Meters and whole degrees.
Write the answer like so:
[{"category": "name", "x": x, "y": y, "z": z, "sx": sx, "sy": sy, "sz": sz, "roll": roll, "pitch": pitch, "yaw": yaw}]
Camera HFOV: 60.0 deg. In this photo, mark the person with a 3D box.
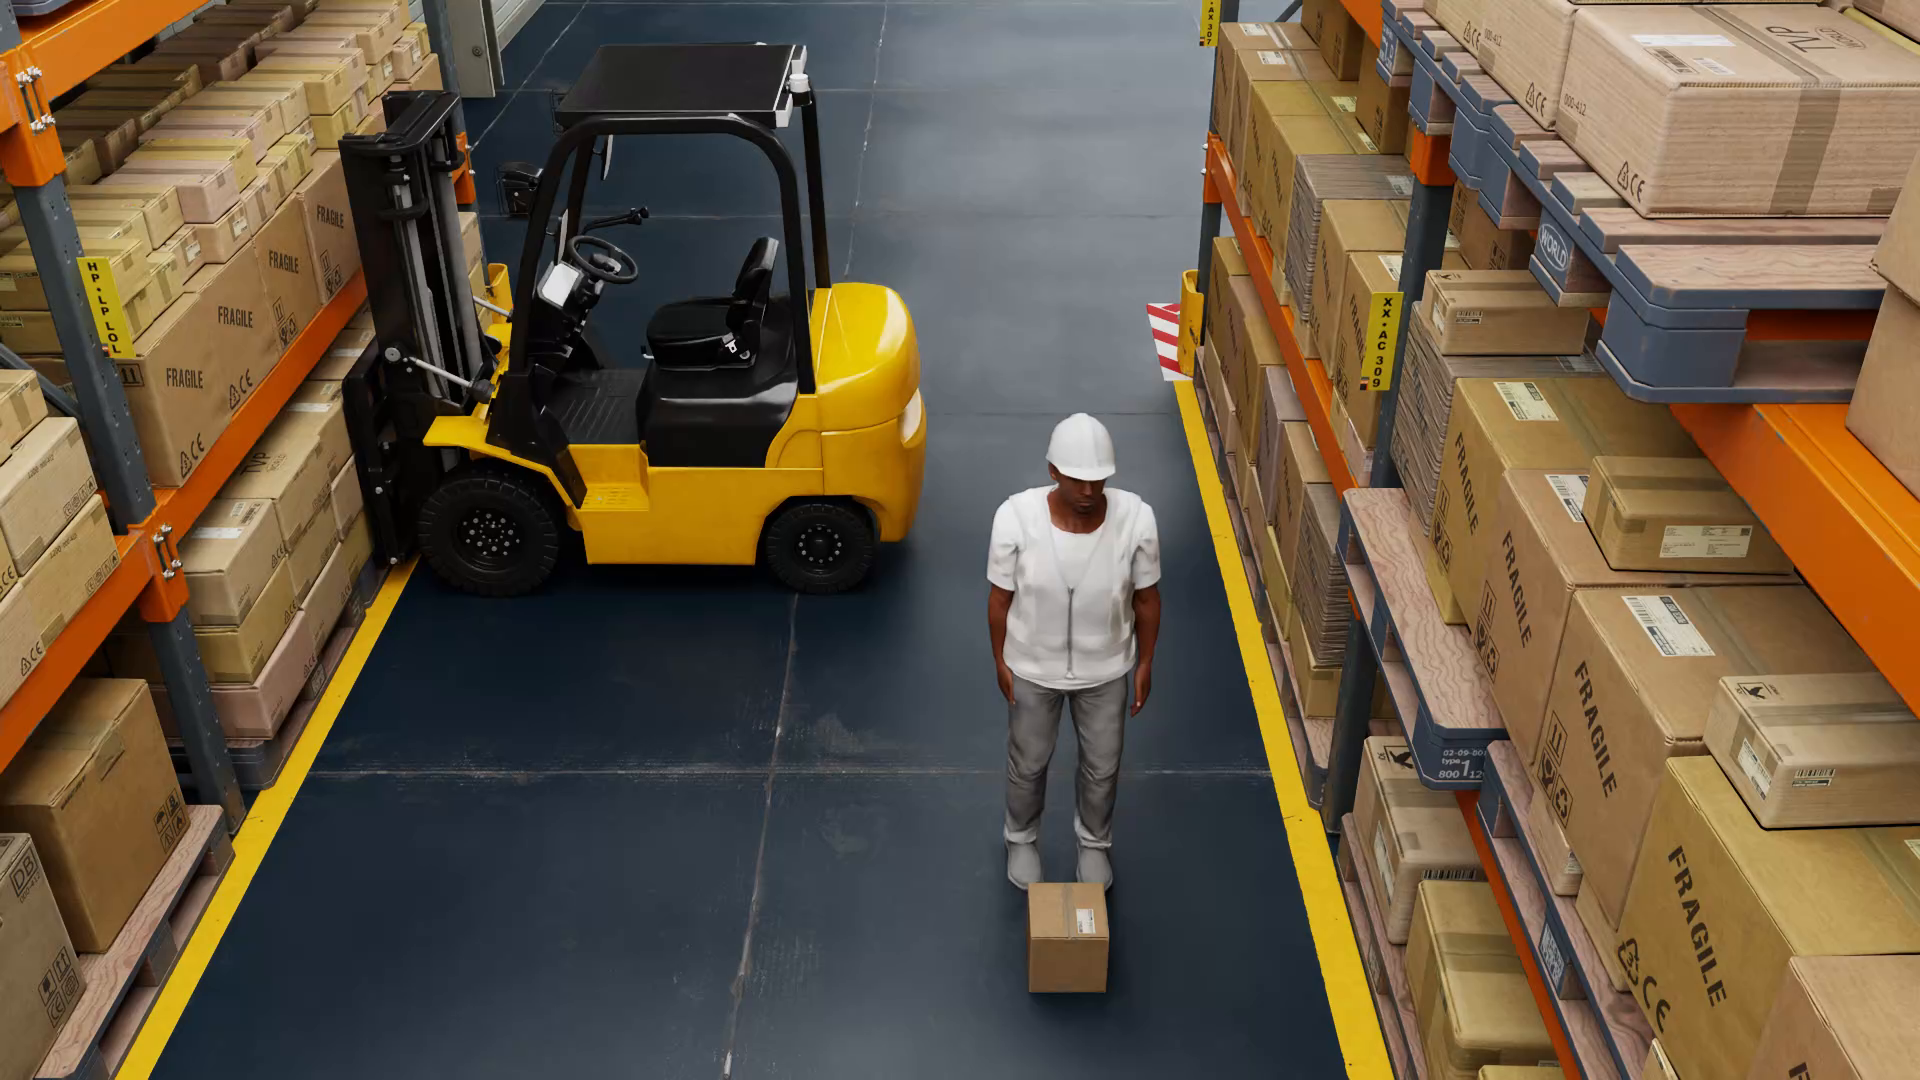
[{"category": "person", "x": 0.367, "y": 0.404, "z": 5.459, "sx": 0.563, "sy": 1.767, "sz": 0.366, "roll": 1, "pitch": 31, "yaw": 1}]
